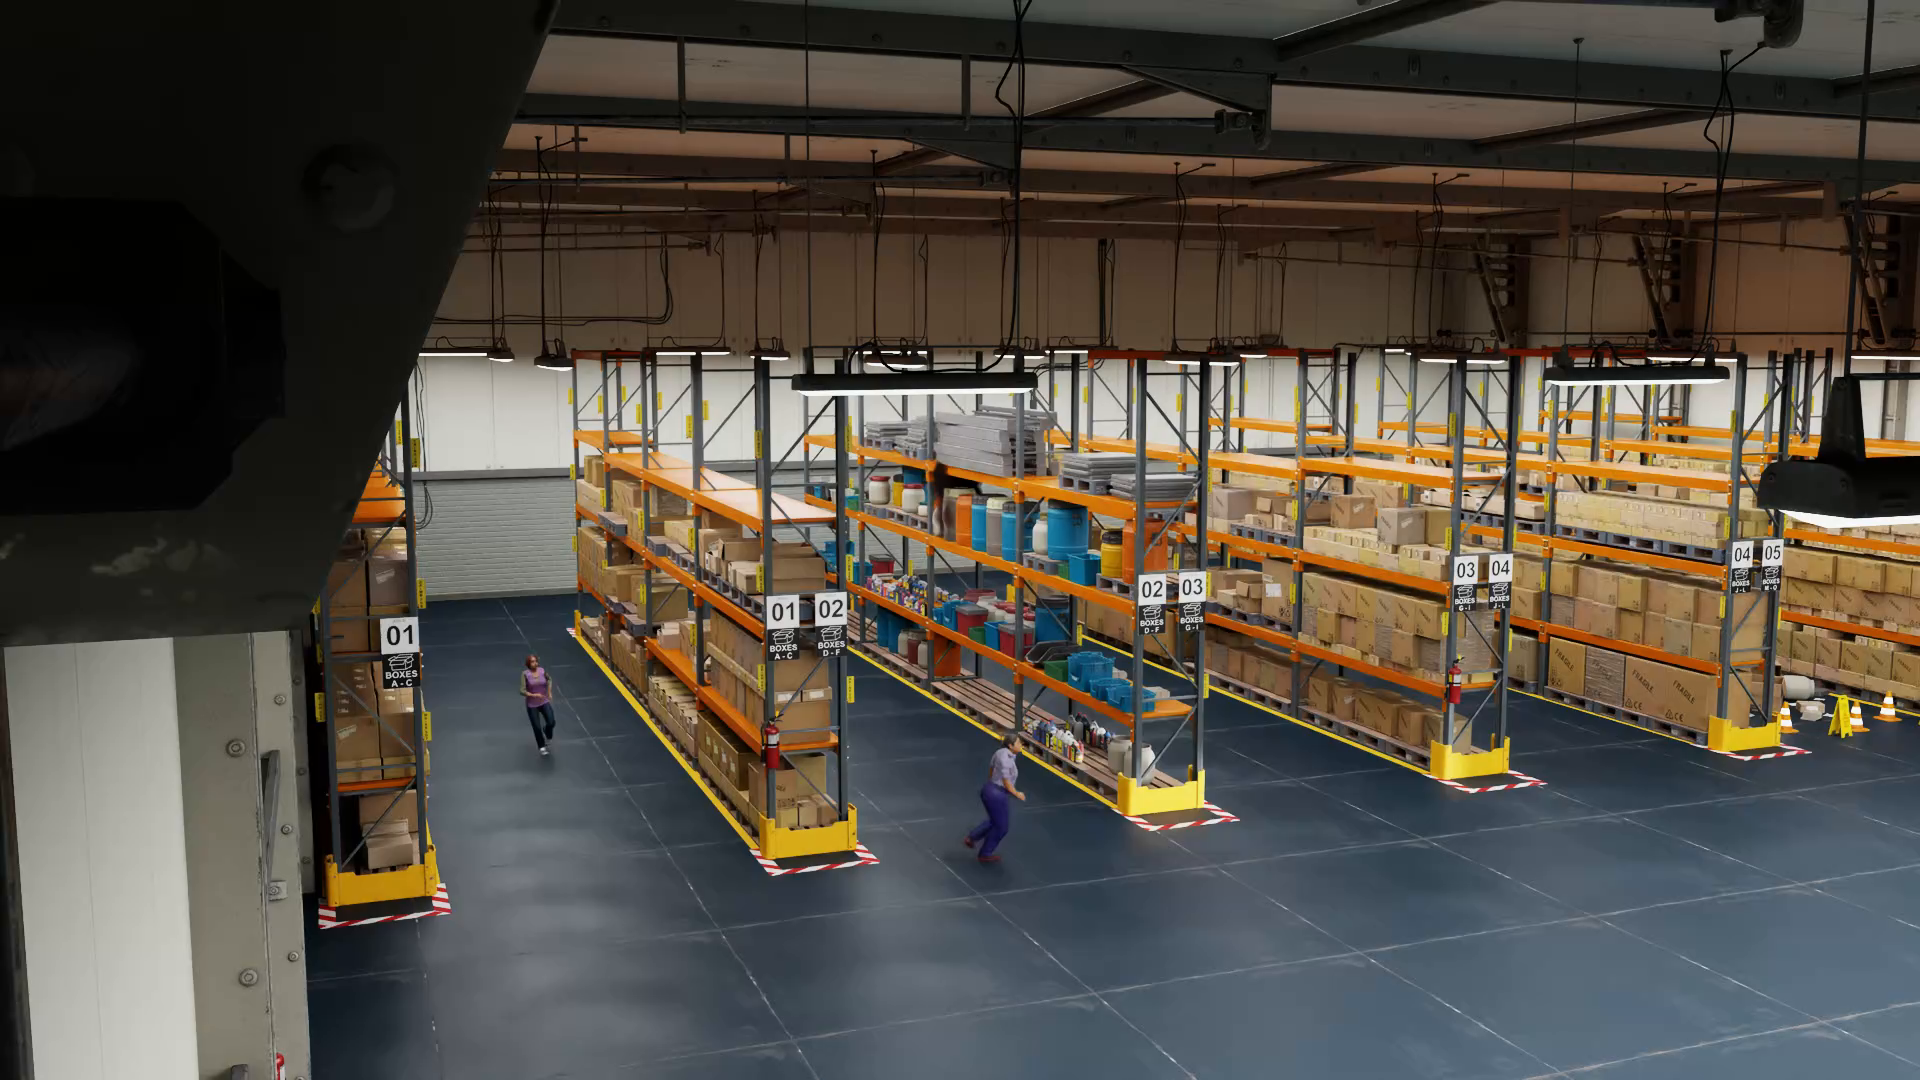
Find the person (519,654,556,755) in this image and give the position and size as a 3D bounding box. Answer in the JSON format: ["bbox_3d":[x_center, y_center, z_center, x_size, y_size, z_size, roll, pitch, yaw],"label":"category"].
[{"bbox_3d":[-6.323,2.472,24.892,0.532,1.549,0.523,-4,8,-26],"label":"person"}]

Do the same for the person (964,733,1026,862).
[{"bbox_3d":[0.418,3.083,19.965,0.722,1.565,0.587,-1,7,-9],"label":"person"}]
